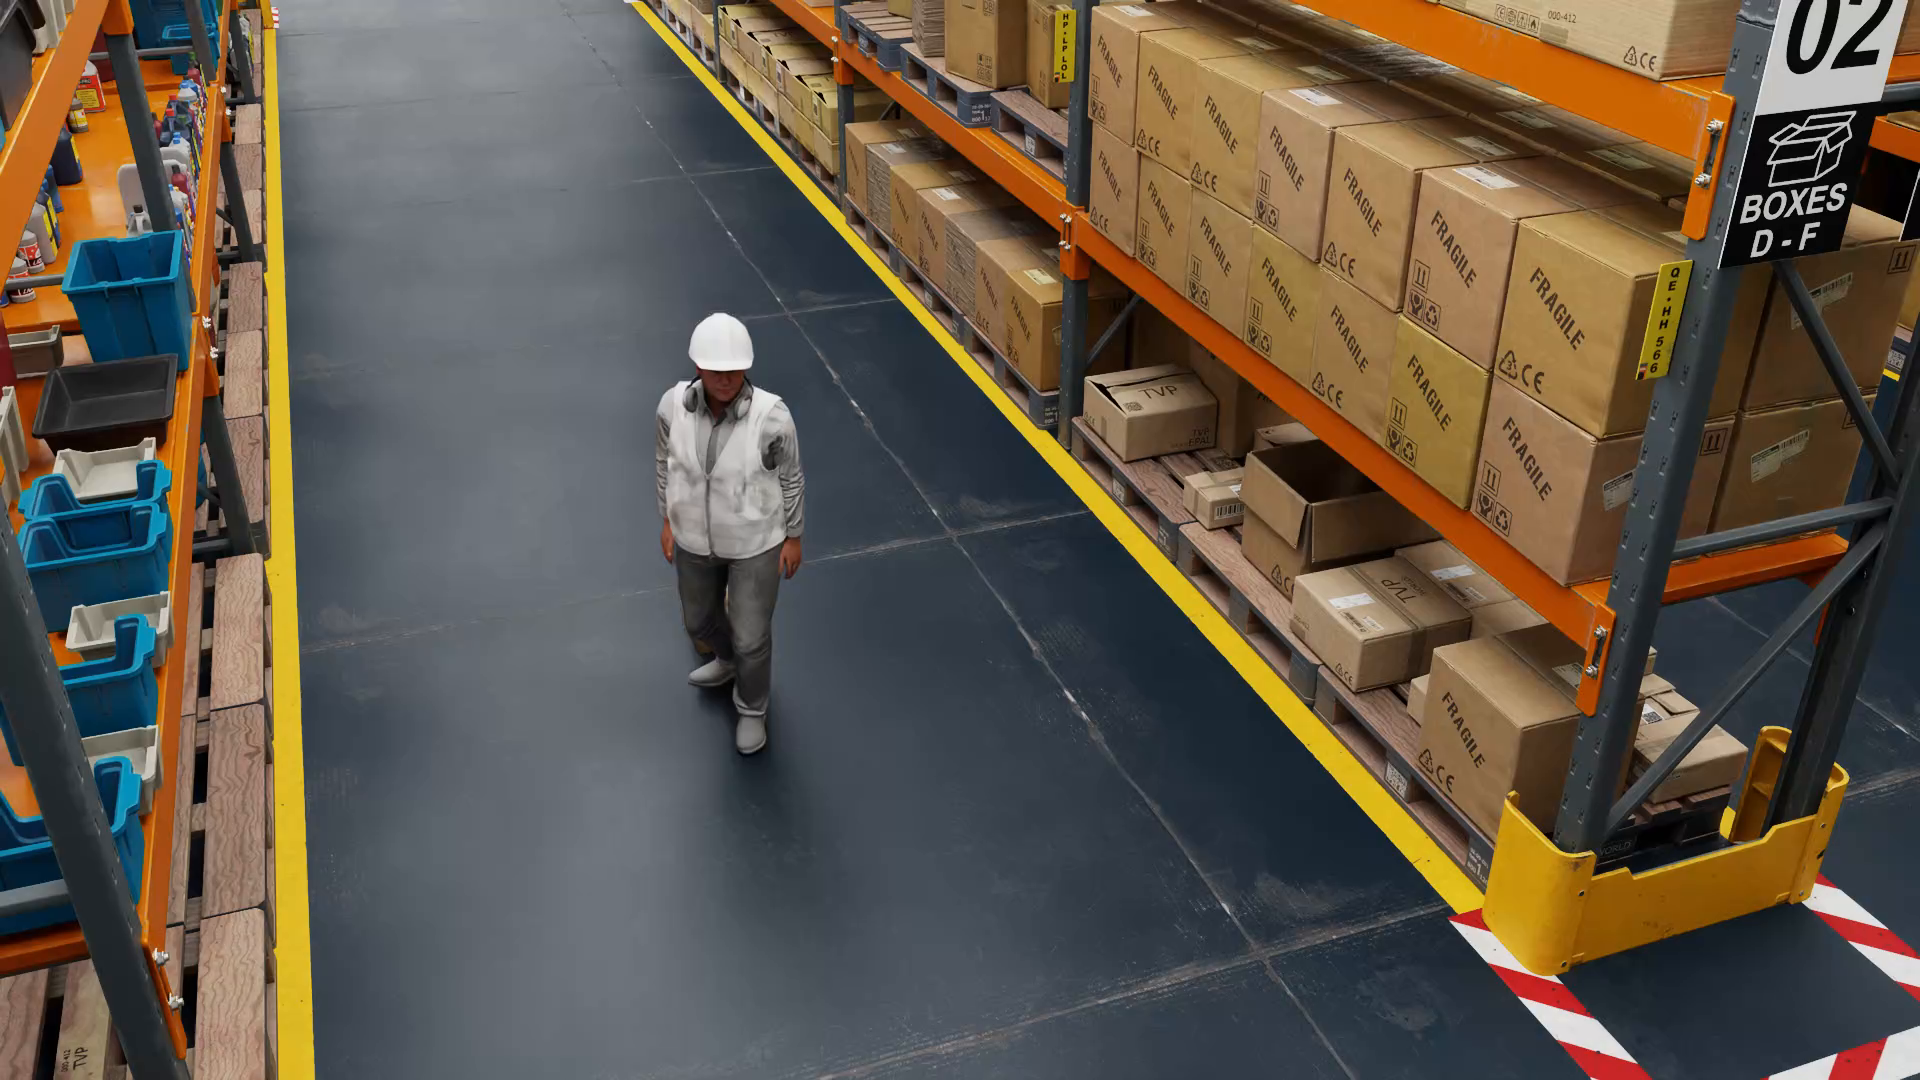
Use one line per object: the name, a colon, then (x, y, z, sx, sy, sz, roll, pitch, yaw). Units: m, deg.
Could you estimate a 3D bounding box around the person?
person: (-0.842, -0.058, 6.204, 0.581, 1.762, 0.570, 7, 30, 12)
